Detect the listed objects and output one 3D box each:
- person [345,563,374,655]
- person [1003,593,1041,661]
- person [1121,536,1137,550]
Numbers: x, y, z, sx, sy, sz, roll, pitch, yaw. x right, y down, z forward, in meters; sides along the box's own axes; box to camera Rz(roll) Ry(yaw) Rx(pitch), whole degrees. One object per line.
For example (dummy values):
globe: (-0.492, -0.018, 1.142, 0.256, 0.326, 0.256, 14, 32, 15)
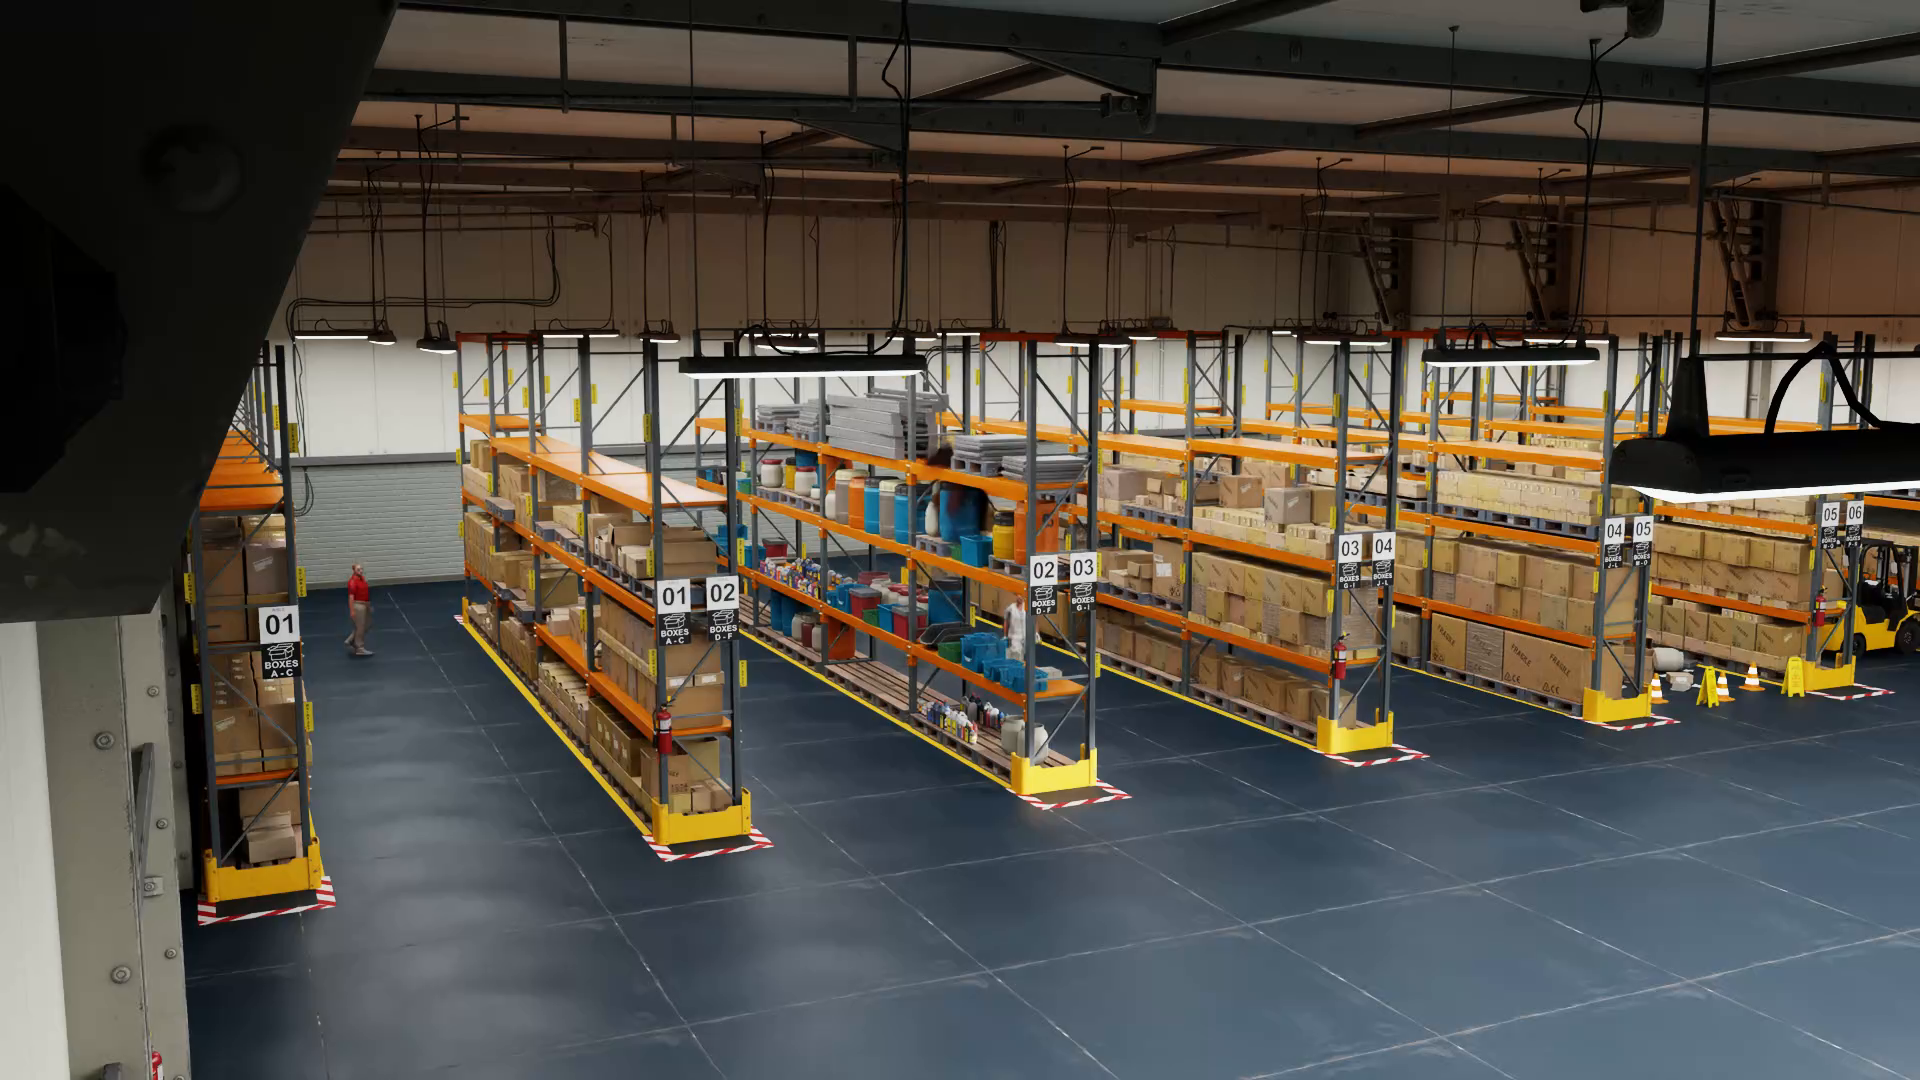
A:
person: (-11.273, 1.290, 31.111, 0.547, 1.731, 0.552, -1, 8, -9)
person: (1.080, 1.664, 28.077, 0.521, 1.708, 1.093, -4, 9, -27)
person: (4.211, -0.207, 42.486, 0.827, 1.607, 0.489, -7, 10, -41)
